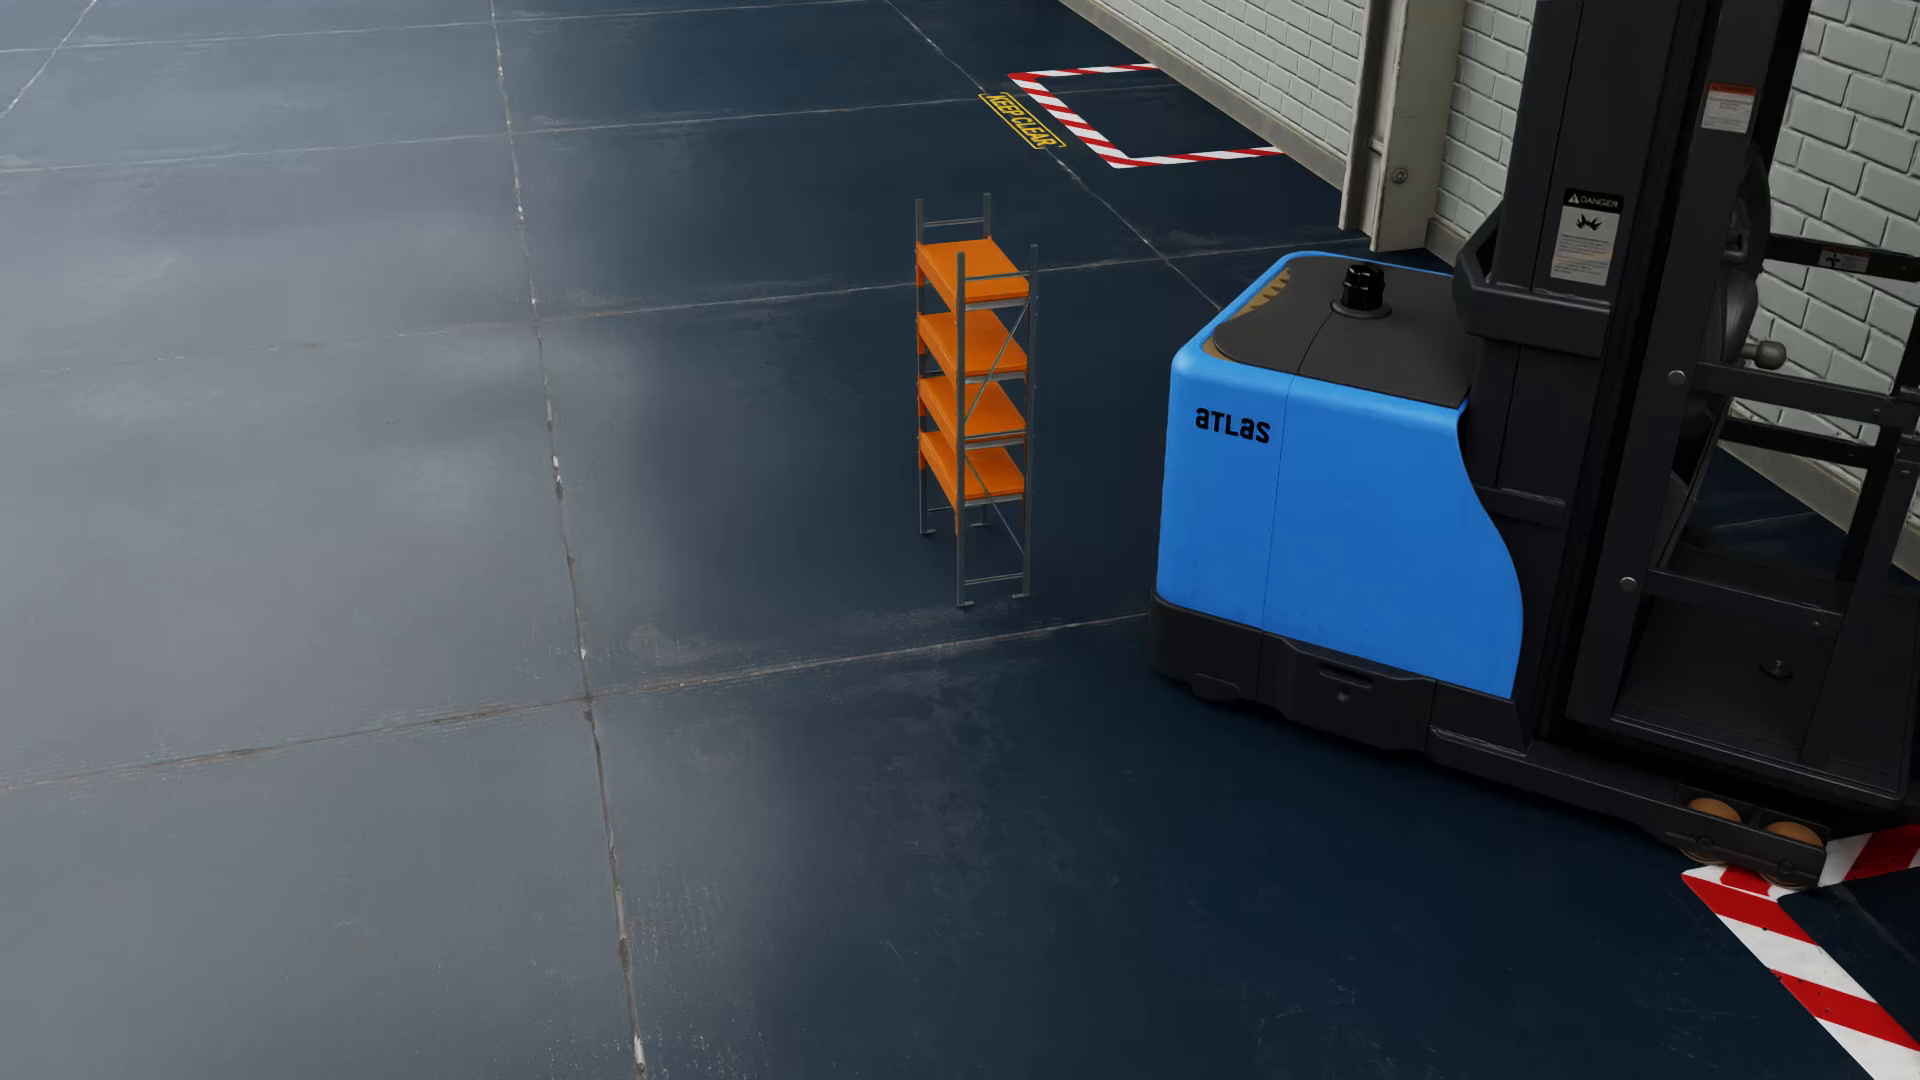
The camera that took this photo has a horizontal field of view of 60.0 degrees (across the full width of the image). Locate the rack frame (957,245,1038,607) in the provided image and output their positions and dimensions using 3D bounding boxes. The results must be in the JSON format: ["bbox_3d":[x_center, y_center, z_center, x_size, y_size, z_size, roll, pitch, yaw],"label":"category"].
[{"bbox_3d":[0.109,-0.321,5.108,0.240,1.200,0.015,-8,31,-13],"label":"rack frame"}]

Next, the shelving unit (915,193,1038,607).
[{"bbox_3d":[0.044,-0.439,5.311,0.258,1.200,0.503,-8,31,-13],"label":"shelving unit"}]

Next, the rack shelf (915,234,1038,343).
[{"bbox_3d":[0.044,-0.779,5.114,0.258,0.148,0.480,-8,31,-13],"label":"rack shelf"}]

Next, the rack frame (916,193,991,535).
[{"bbox_3d":[-0.021,-0.557,5.515,0.240,1.200,0.015,-8,31,-13],"label":"rack frame"}]

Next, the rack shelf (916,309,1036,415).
[{"bbox_3d":[0.044,-0.575,5.233,0.258,0.148,0.480,-8,31,-13],"label":"rack shelf"}]

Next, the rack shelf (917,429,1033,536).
[{"bbox_3d":[0.044,-0.209,5.444,0.258,0.148,0.480,-8,31,-13],"label":"rack shelf"}]

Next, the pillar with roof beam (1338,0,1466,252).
[{"bbox_3d":[-2.011,-4.856,5.157,9.100,9.000,0.400,-8,31,-13],"label":"pillar with roof beam"}]

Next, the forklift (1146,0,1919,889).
[{"bbox_3d":[2.100,-0.689,4.015,3.031,2.935,1.130,16,34,25],"label":"forklift"}]

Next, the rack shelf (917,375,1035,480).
[{"bbox_3d":[0.044,-0.381,5.345,0.258,0.148,0.480,-8,31,-13],"label":"rack shelf"}]
